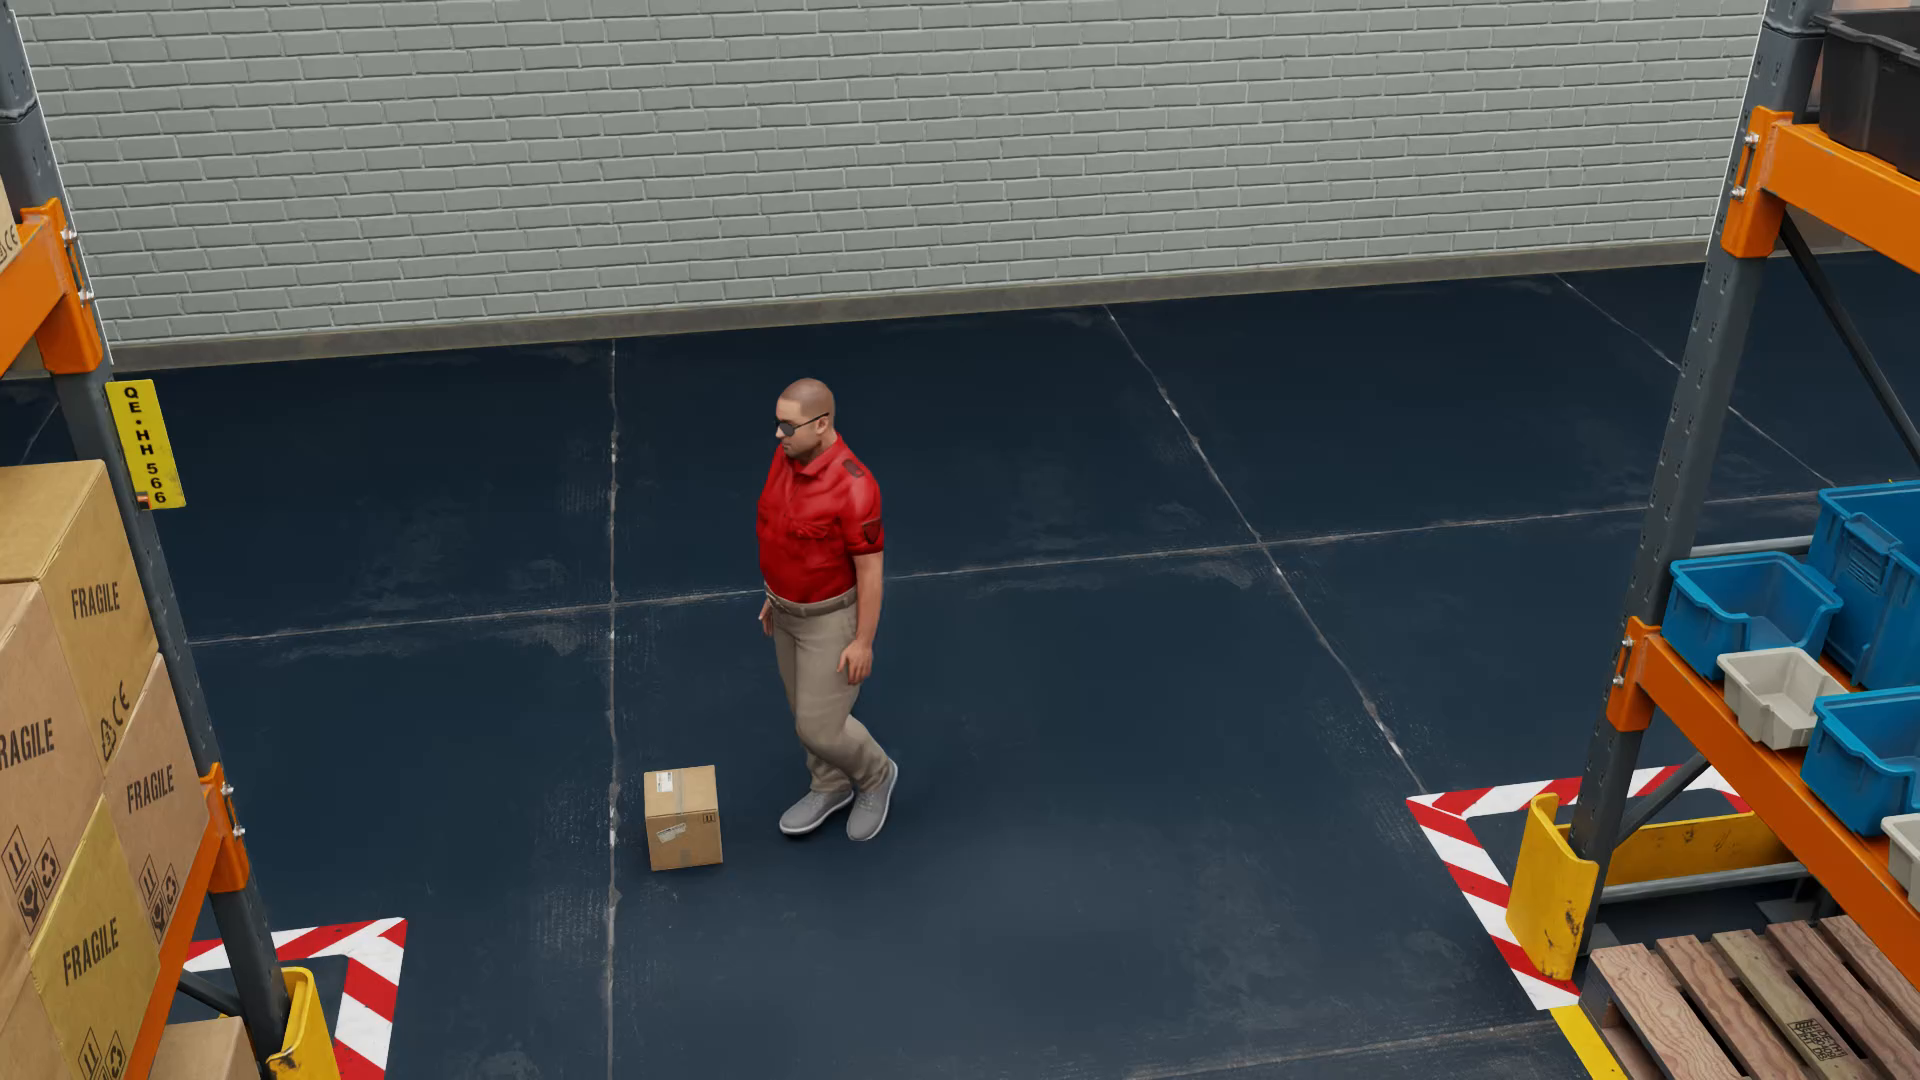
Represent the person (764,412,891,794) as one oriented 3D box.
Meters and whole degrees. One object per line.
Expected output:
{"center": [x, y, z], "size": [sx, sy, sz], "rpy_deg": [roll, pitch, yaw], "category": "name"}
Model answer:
{"center": [-0.473, 0.268, 5.688], "size": [0.395, 1.569, 0.436], "rpy_deg": [-22, 37, -32], "category": "person"}
